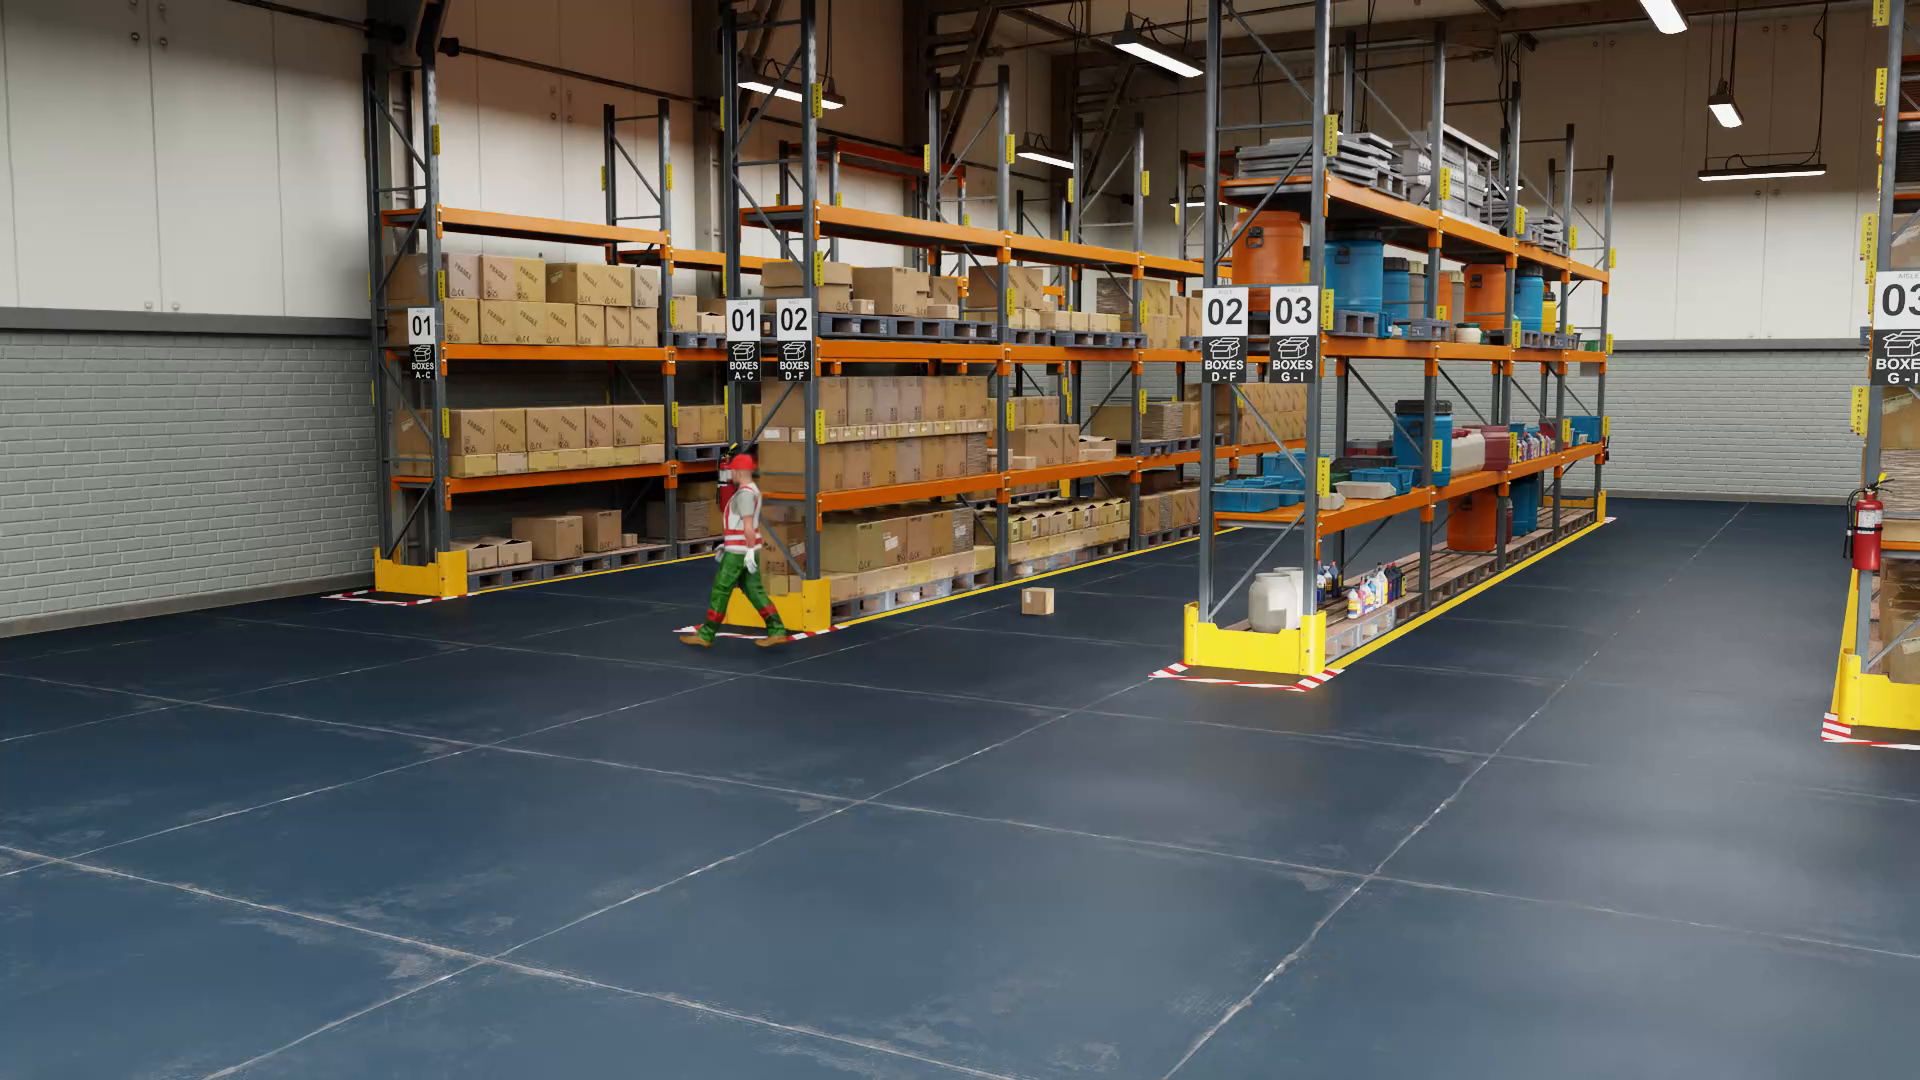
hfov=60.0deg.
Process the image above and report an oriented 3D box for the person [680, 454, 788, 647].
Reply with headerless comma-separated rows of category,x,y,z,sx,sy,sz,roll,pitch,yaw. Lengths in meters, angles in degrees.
person,-2.040,0.101,14.960,0.980,1.736,0.636,1,6,8
